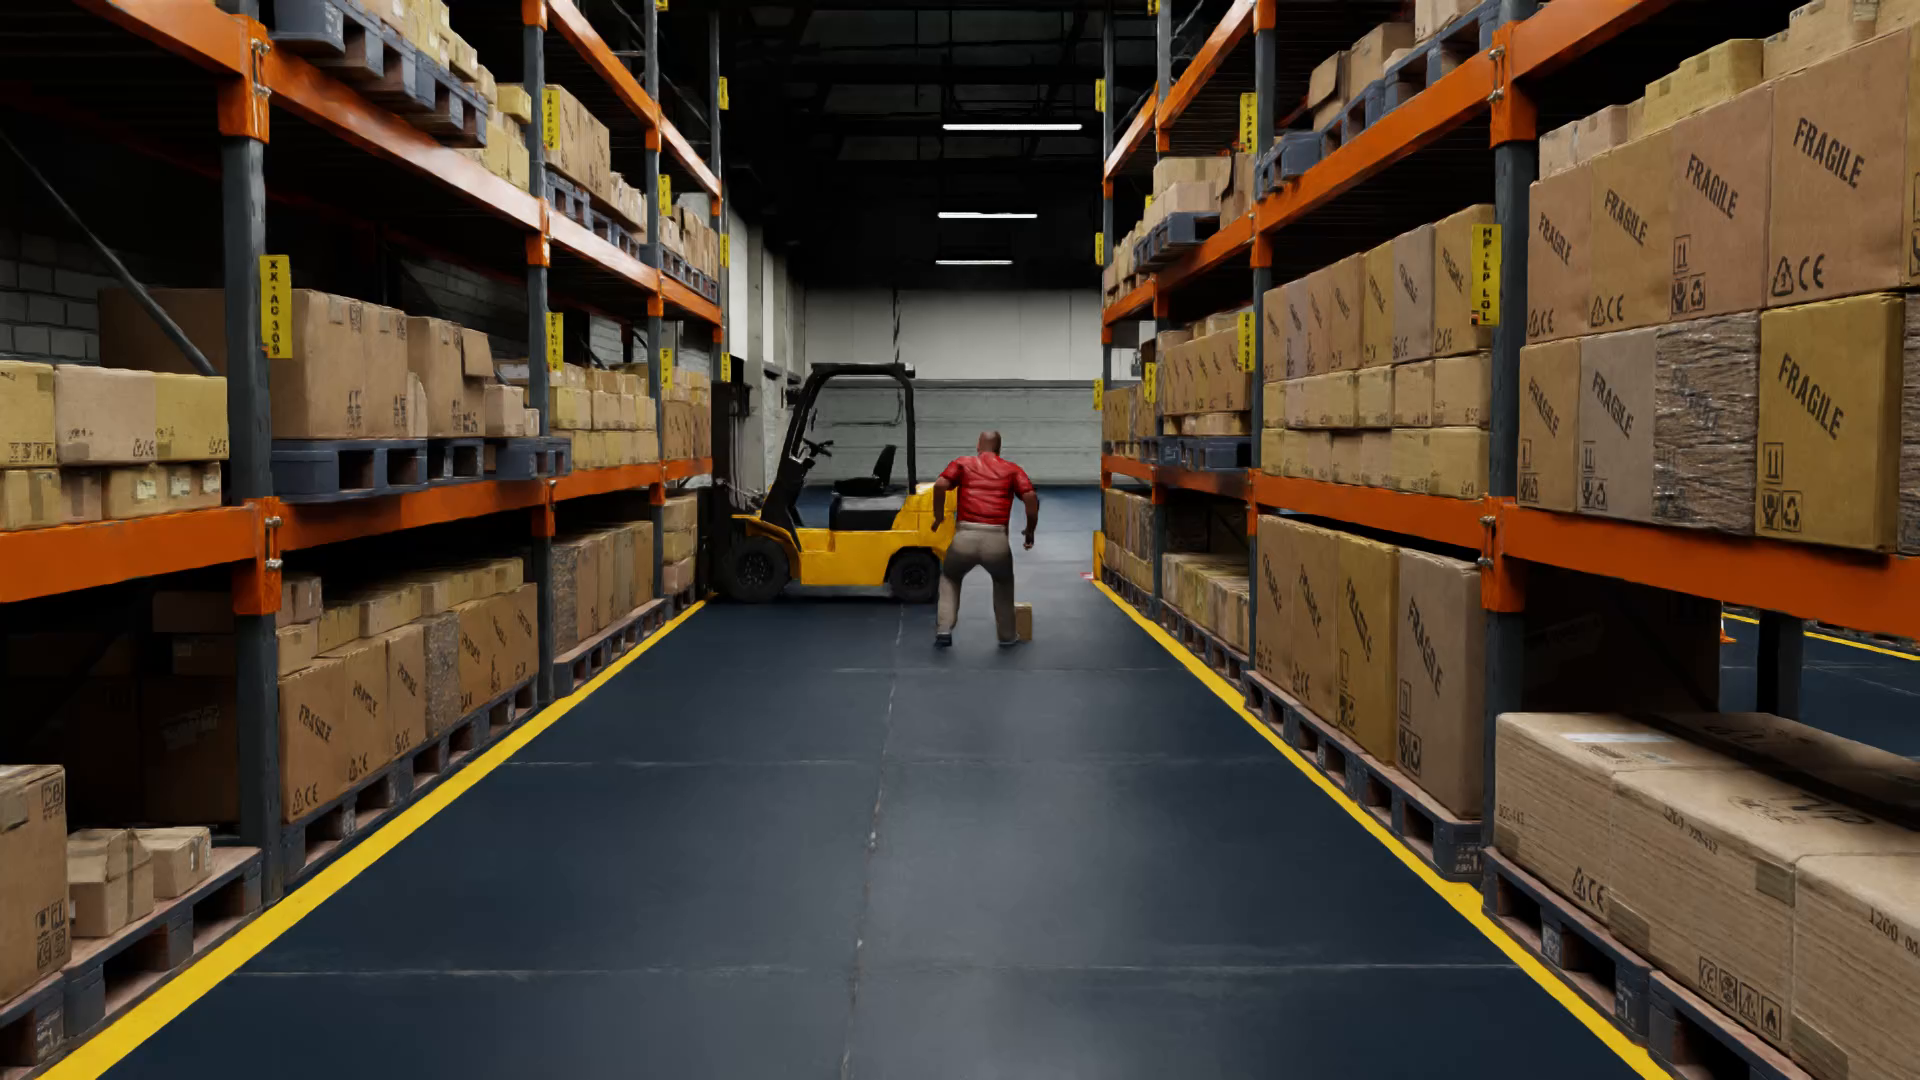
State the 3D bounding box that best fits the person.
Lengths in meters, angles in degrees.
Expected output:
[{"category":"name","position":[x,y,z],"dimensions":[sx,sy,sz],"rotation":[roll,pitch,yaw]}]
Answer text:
[{"category":"person","position":[0.175,-0.013,11.799],"dimensions":[0.756,1.544,0.783],"rotation":[0,4,1]}]
